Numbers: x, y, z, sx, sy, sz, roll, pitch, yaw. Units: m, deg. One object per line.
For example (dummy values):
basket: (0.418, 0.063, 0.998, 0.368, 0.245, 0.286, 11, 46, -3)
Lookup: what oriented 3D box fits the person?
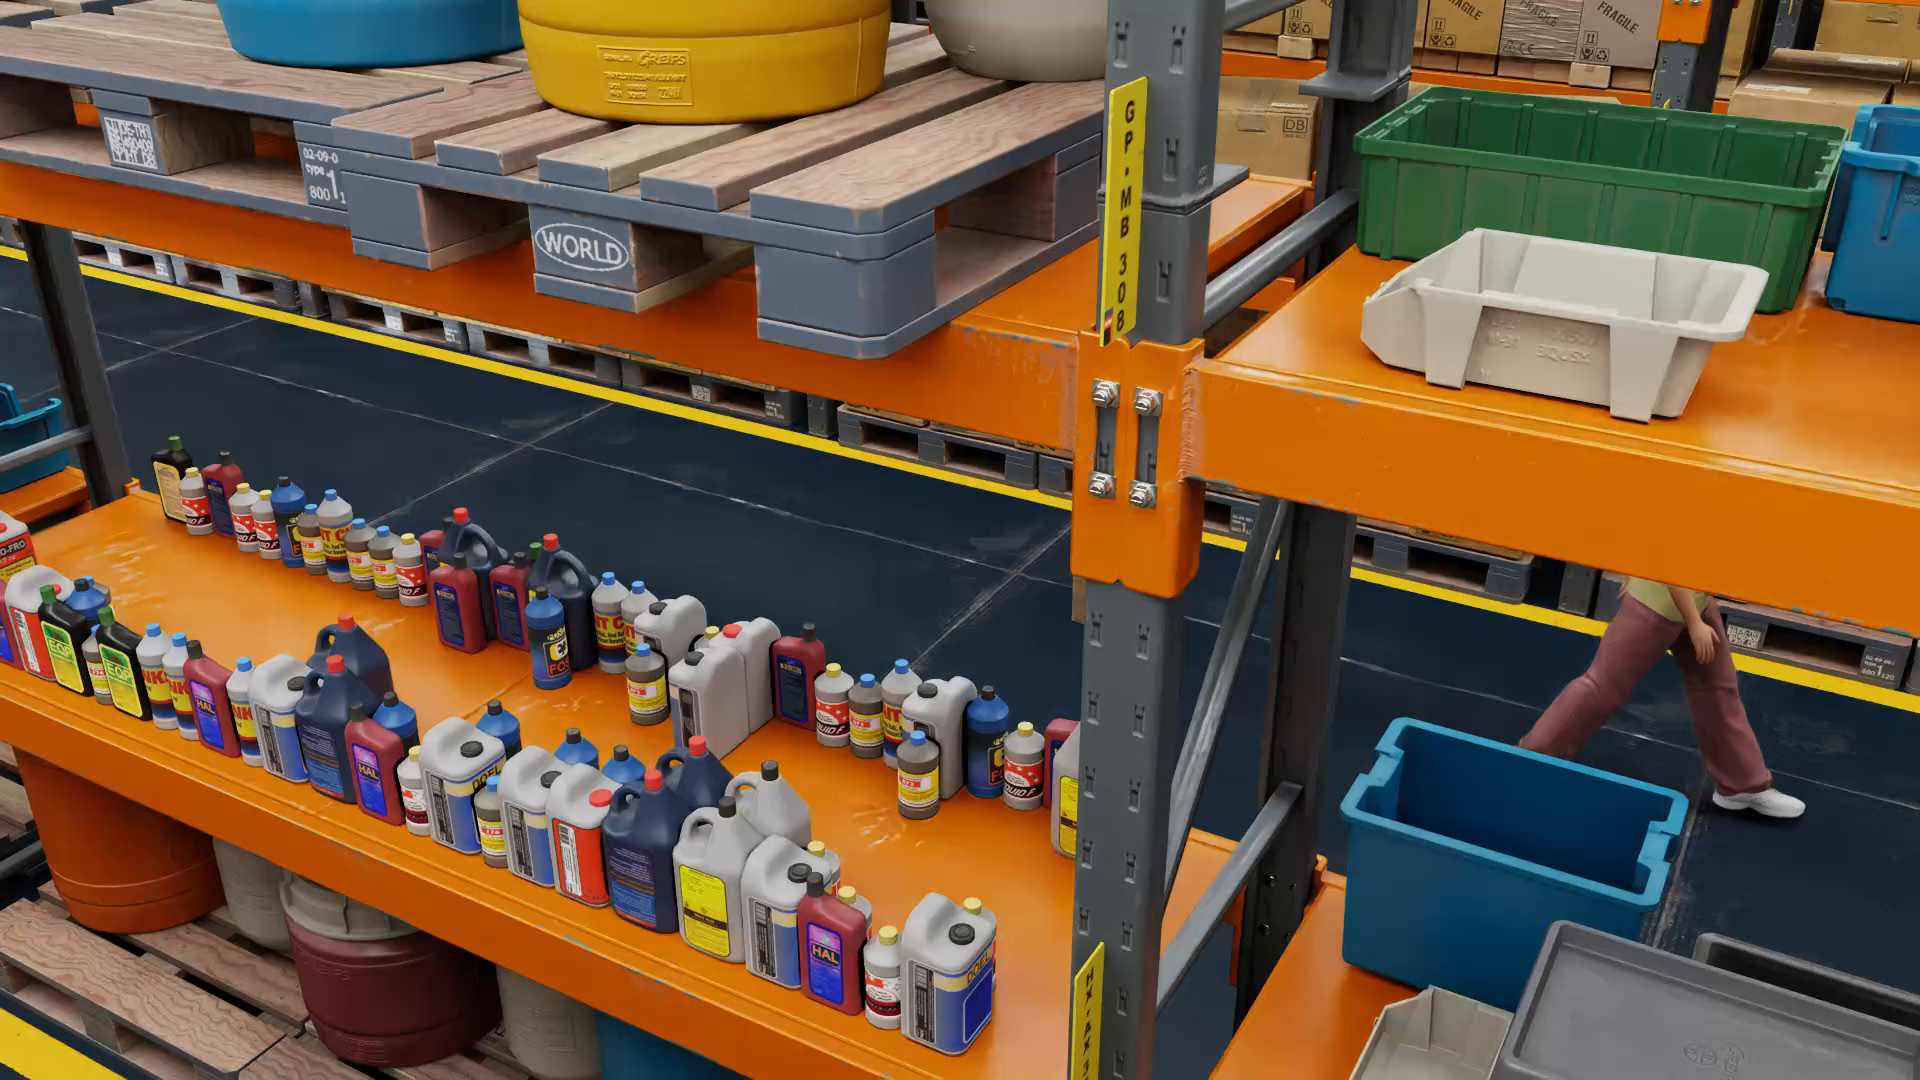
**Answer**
person: (2.504, 0.215, 5.661, 0.972, 1.616, 0.475, 15, 30, 28)
